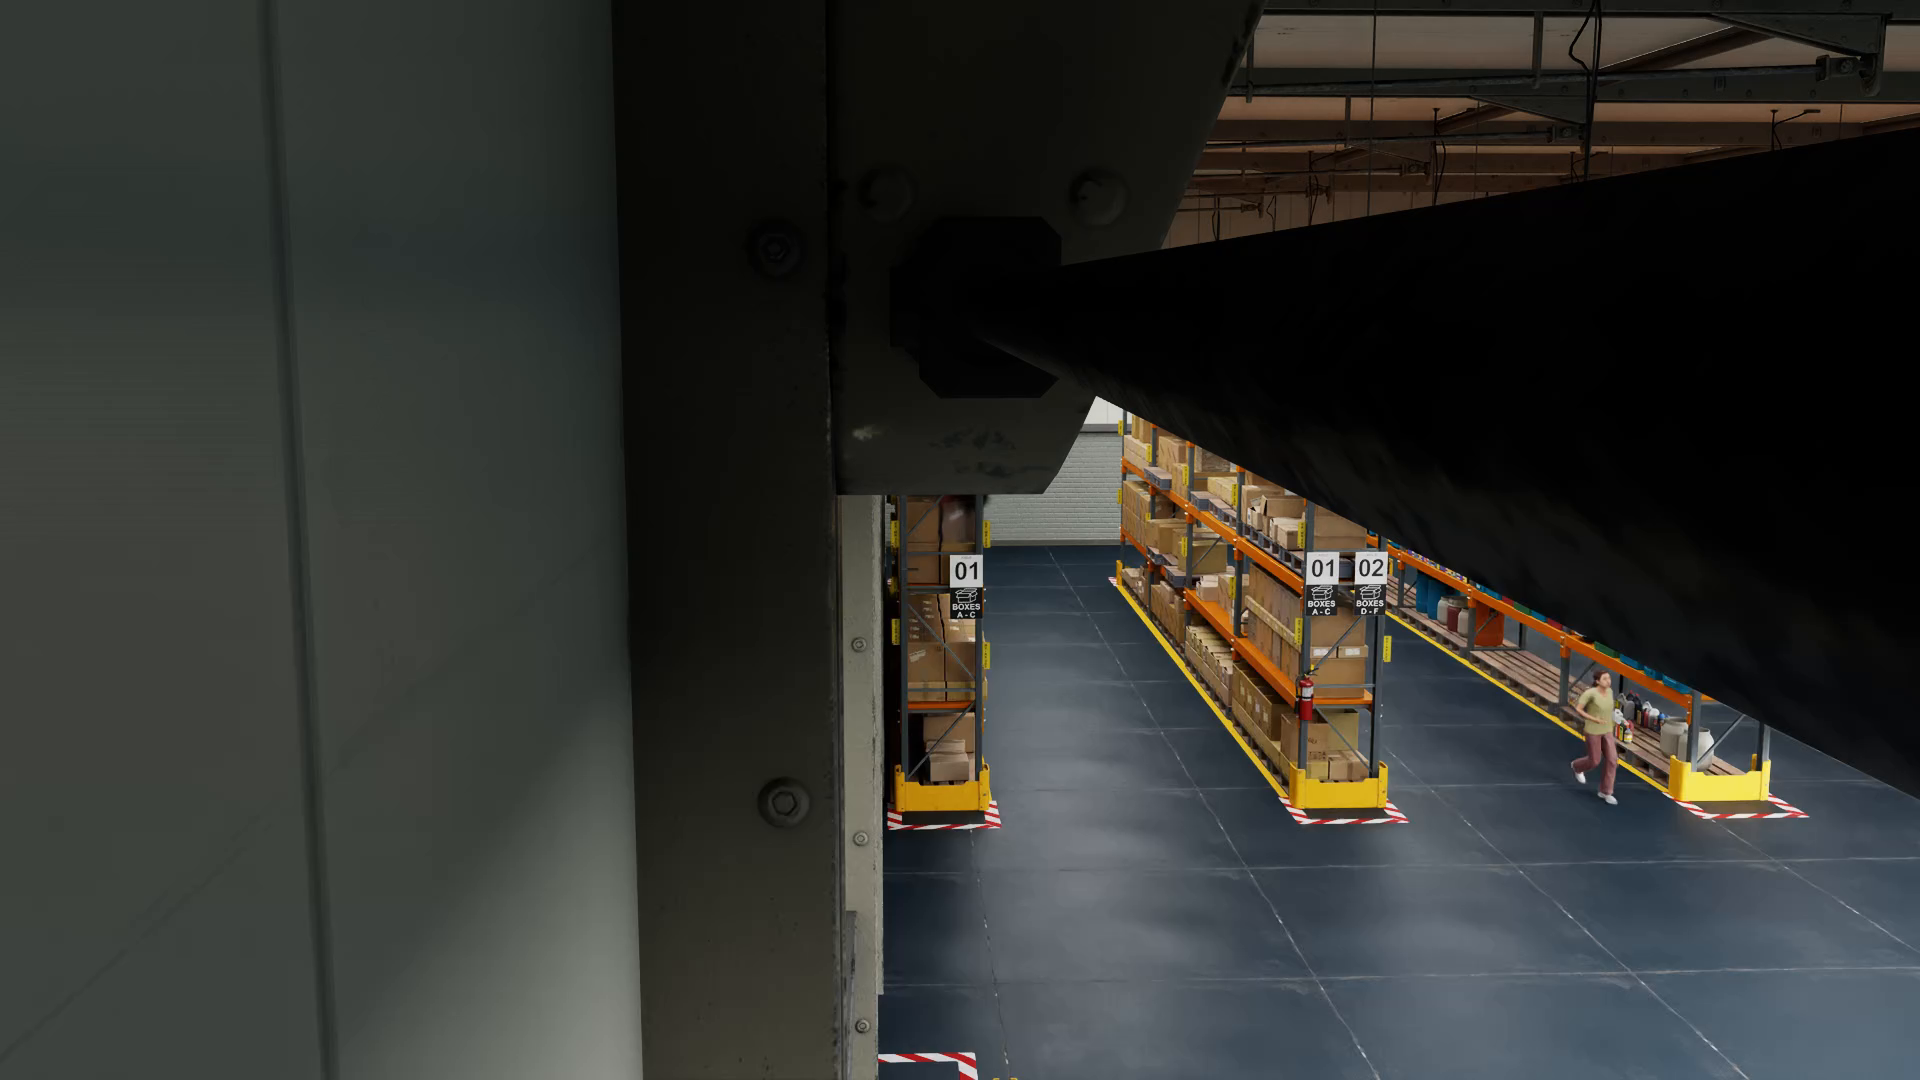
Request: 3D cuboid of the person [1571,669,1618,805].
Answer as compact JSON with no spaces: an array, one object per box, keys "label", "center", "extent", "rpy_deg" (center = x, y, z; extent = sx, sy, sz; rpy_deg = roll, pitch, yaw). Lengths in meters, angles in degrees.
[{"label":"person","center":[8.056,2.554,21.064],"extent":[0.617,1.434,0.834],"rpy_deg":[-2,9,-15]}]
